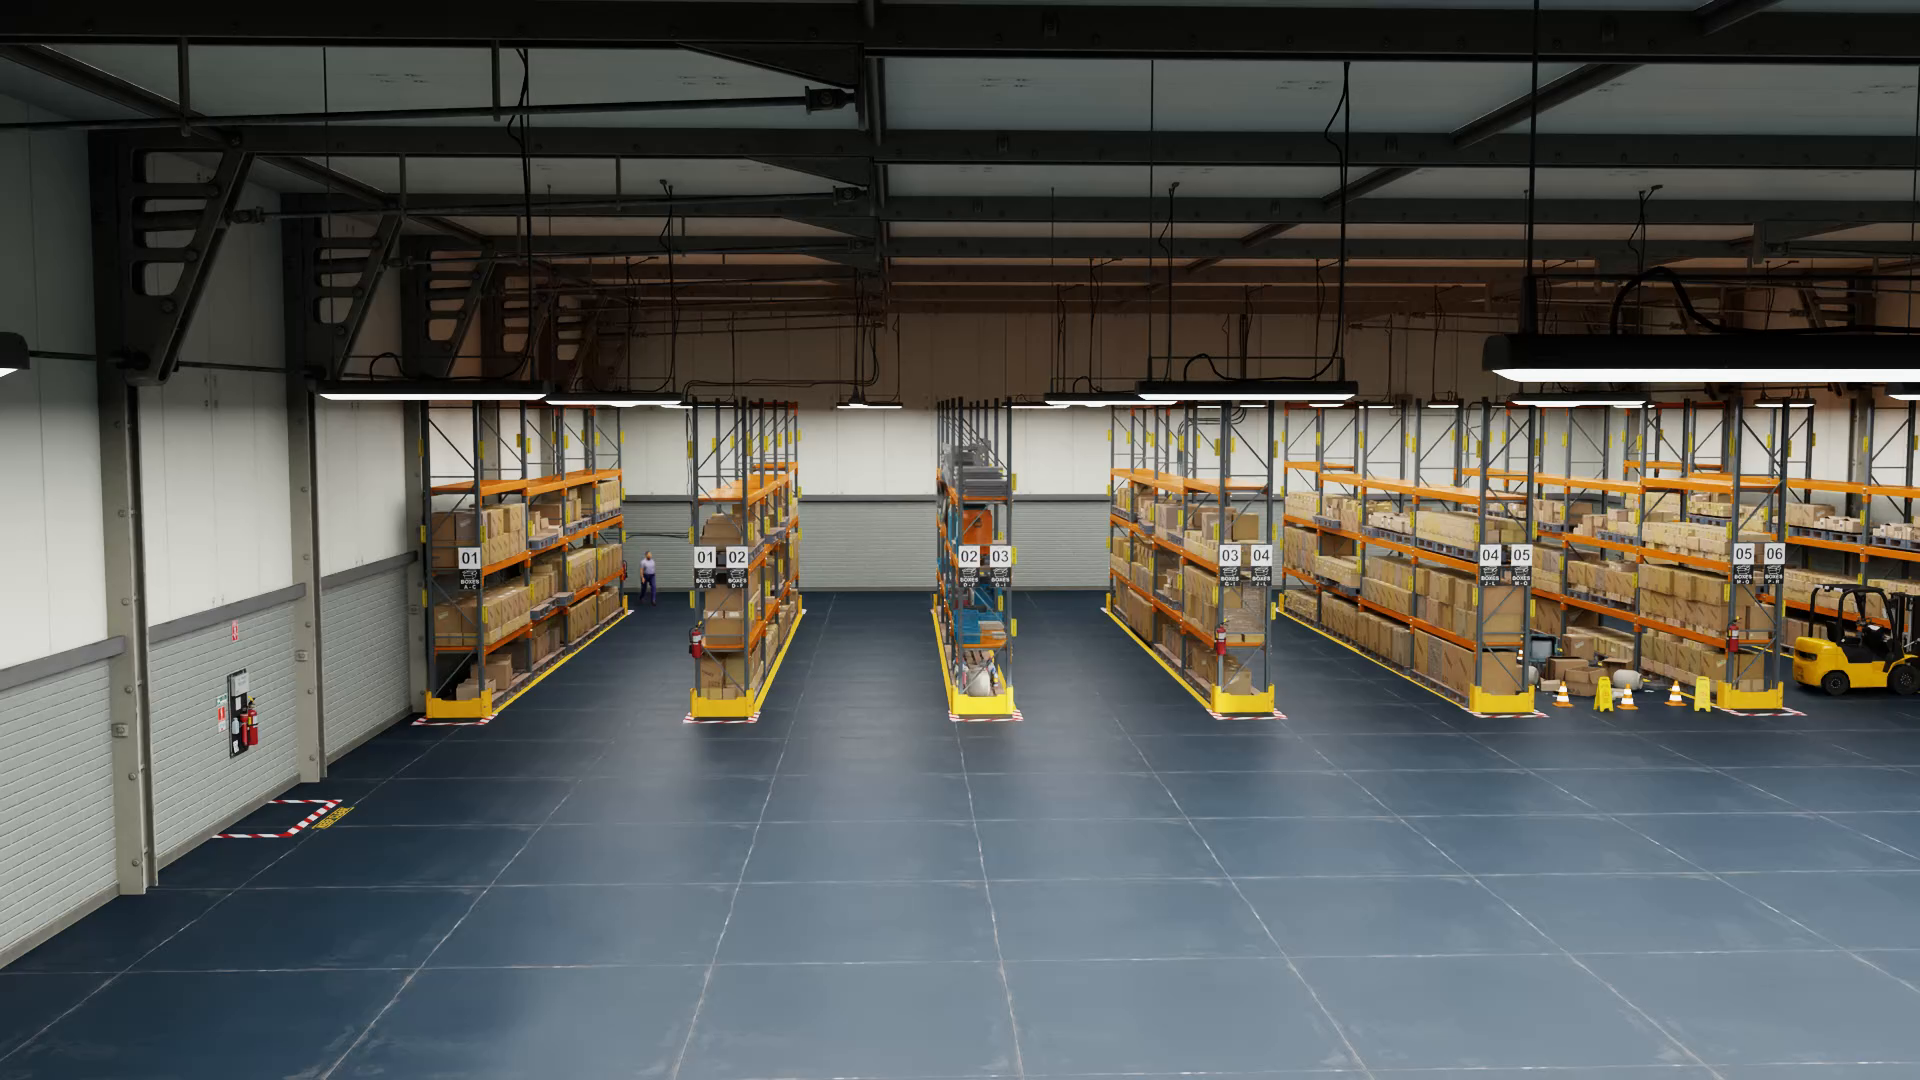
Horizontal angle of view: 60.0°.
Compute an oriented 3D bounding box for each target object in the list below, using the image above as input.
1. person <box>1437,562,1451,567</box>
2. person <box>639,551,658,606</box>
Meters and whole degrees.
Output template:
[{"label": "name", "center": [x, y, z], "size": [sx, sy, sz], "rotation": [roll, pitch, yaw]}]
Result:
[{"label": "person", "center": [14.629, 0.979, 50.385], "size": [0.421, 1.676, 0.460], "rotation": [-1, 5, -16]}, {"label": "person", "center": [-9.217, 1.119, 49.064], "size": [0.465, 1.601, 0.963], "rotation": [-2, 5, -26]}]
